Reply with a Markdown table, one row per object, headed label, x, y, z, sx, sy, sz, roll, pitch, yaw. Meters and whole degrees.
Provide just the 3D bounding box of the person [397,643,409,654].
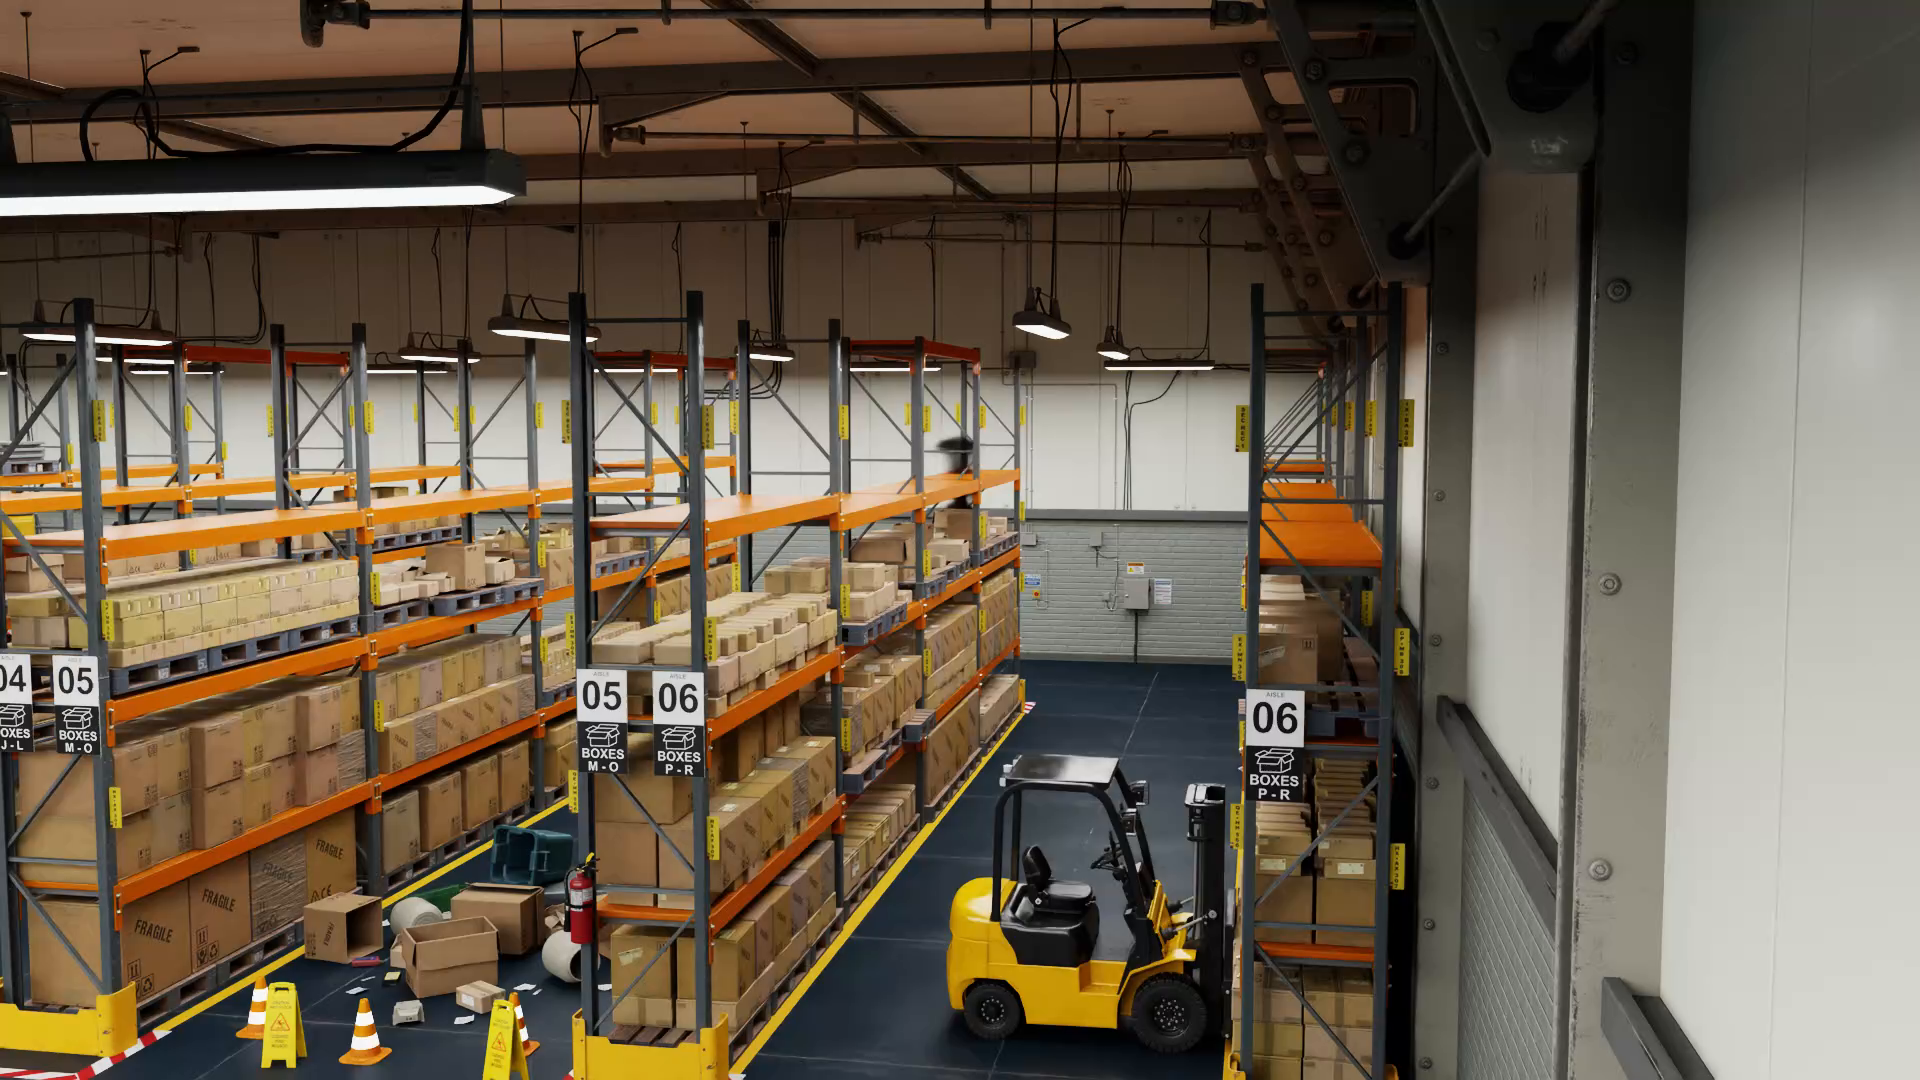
| label | x | y | z | sx | sy | sz | roll | pitch | yaw |
| --- | --- | --- | --- | --- | --- | --- | --- | --- | --- |
| person | -8.370 | 2.416 | 25.330 | 0.601 | 1.449 | 0.945 | 1 | 5 | 6 |
